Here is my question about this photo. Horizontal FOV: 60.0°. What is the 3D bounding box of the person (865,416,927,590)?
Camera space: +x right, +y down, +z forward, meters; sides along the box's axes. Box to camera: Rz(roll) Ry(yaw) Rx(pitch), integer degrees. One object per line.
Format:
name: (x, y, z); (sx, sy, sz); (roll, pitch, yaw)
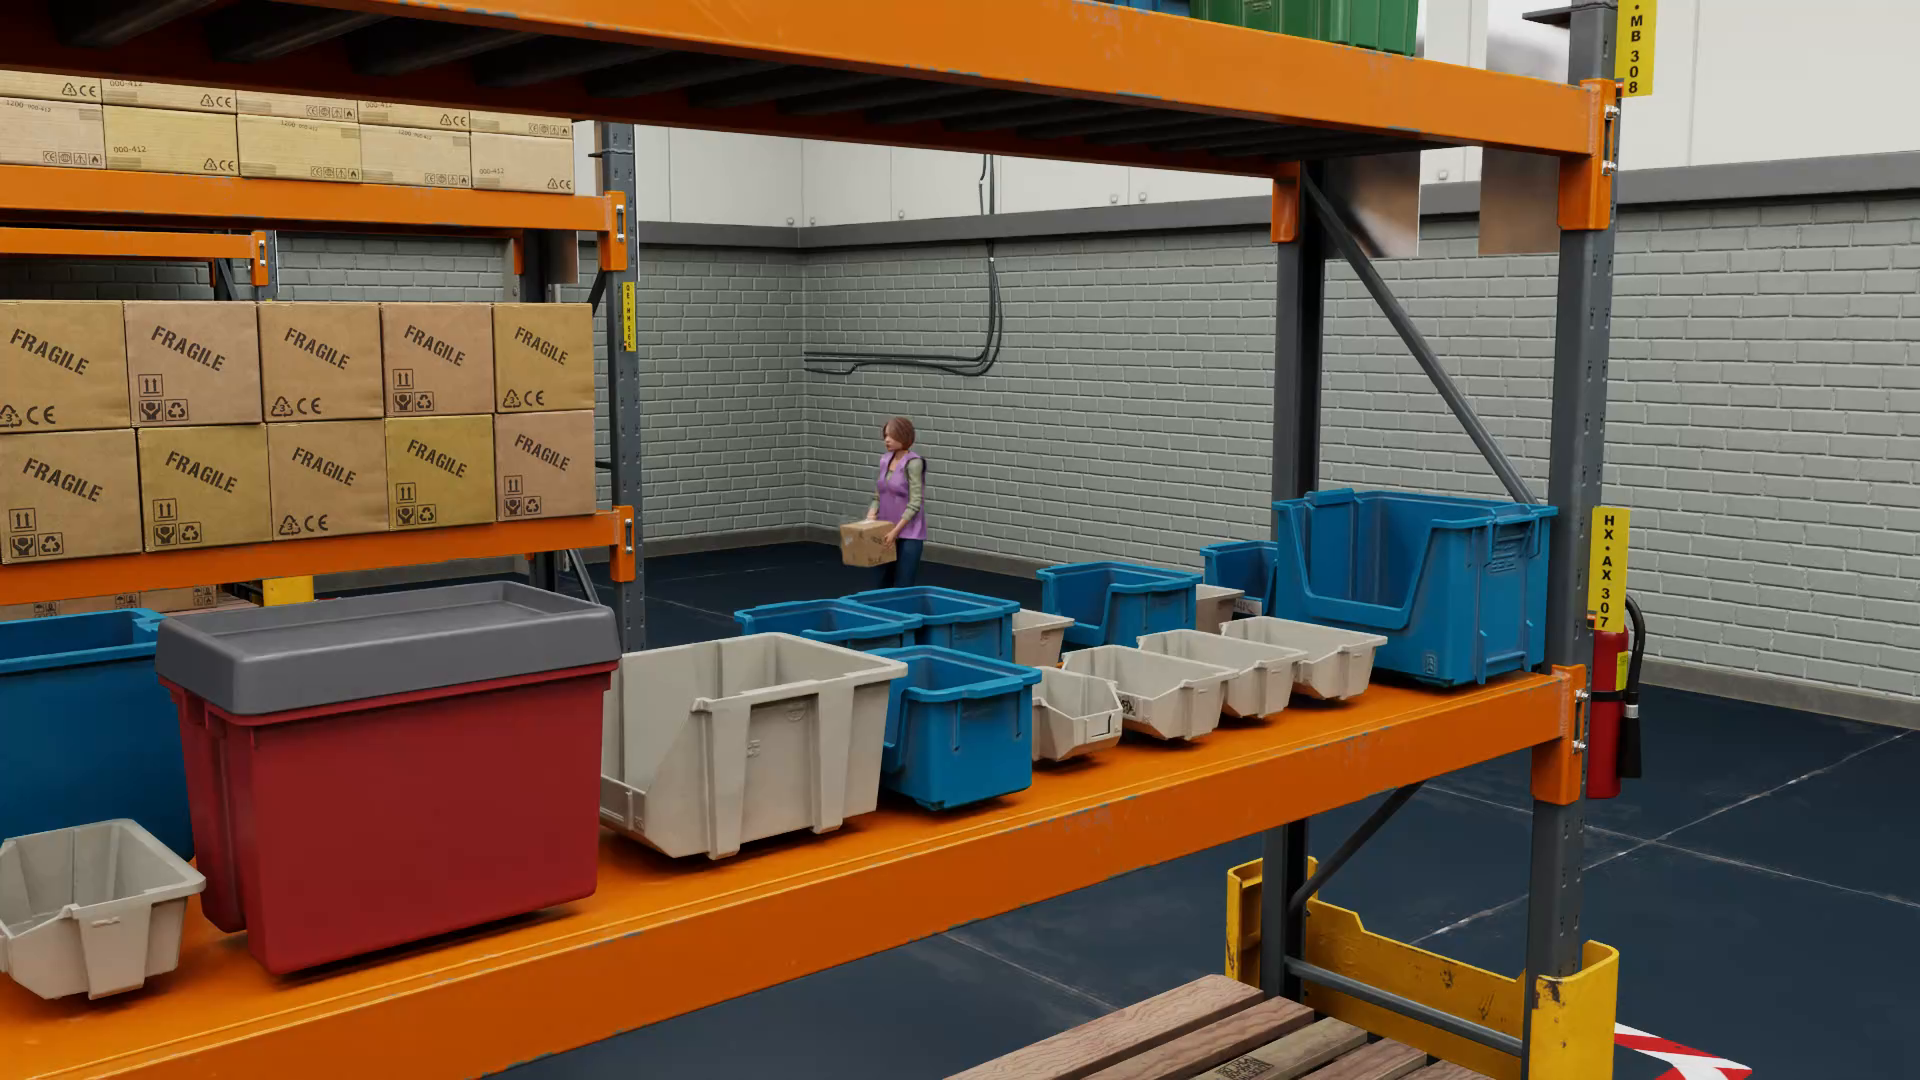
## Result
person: (-0.429, -0.001, 10.803); (0.411, 1.603, 0.444); (-7, 10, -42)
